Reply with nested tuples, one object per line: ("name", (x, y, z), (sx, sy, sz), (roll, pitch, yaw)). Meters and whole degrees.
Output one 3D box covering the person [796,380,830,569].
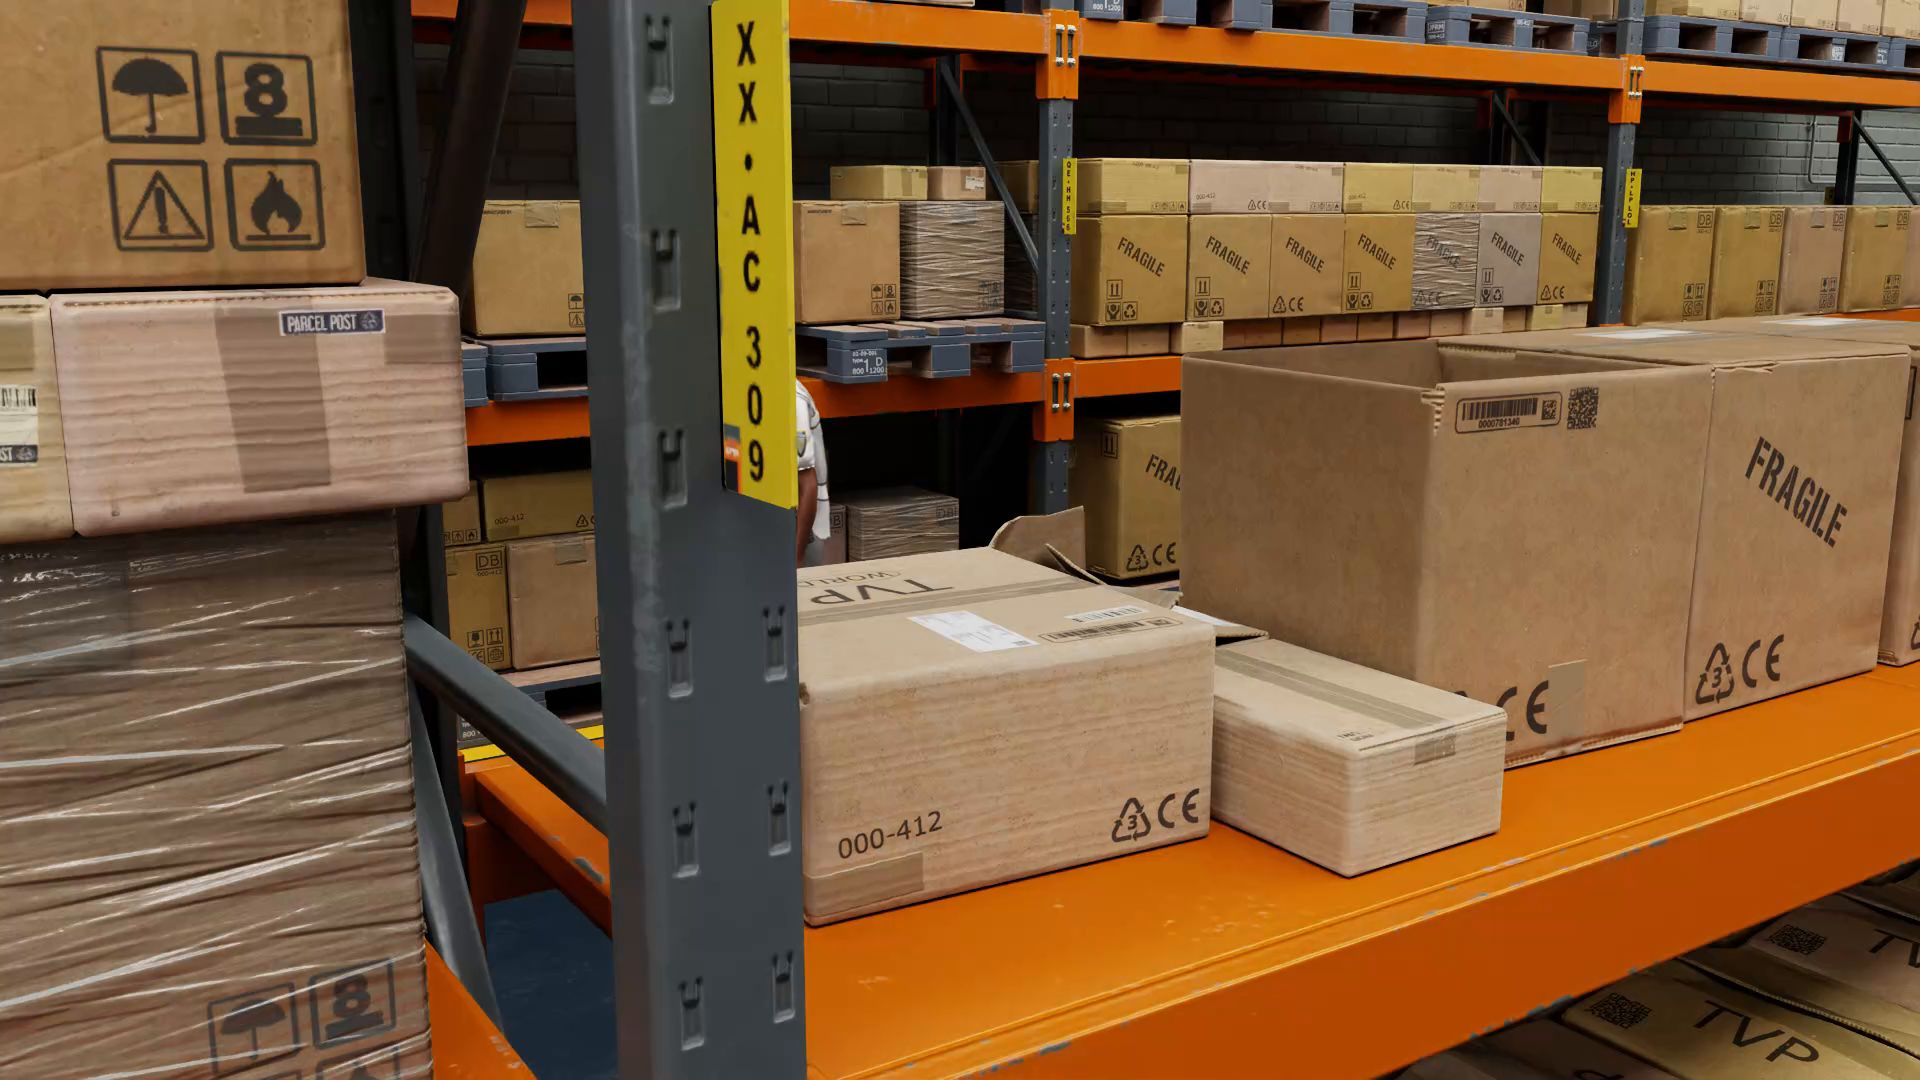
("person", (-0.686, 0.022, 5.840), (0.417, 1.657, 0.520), (-8, 14, -34))
